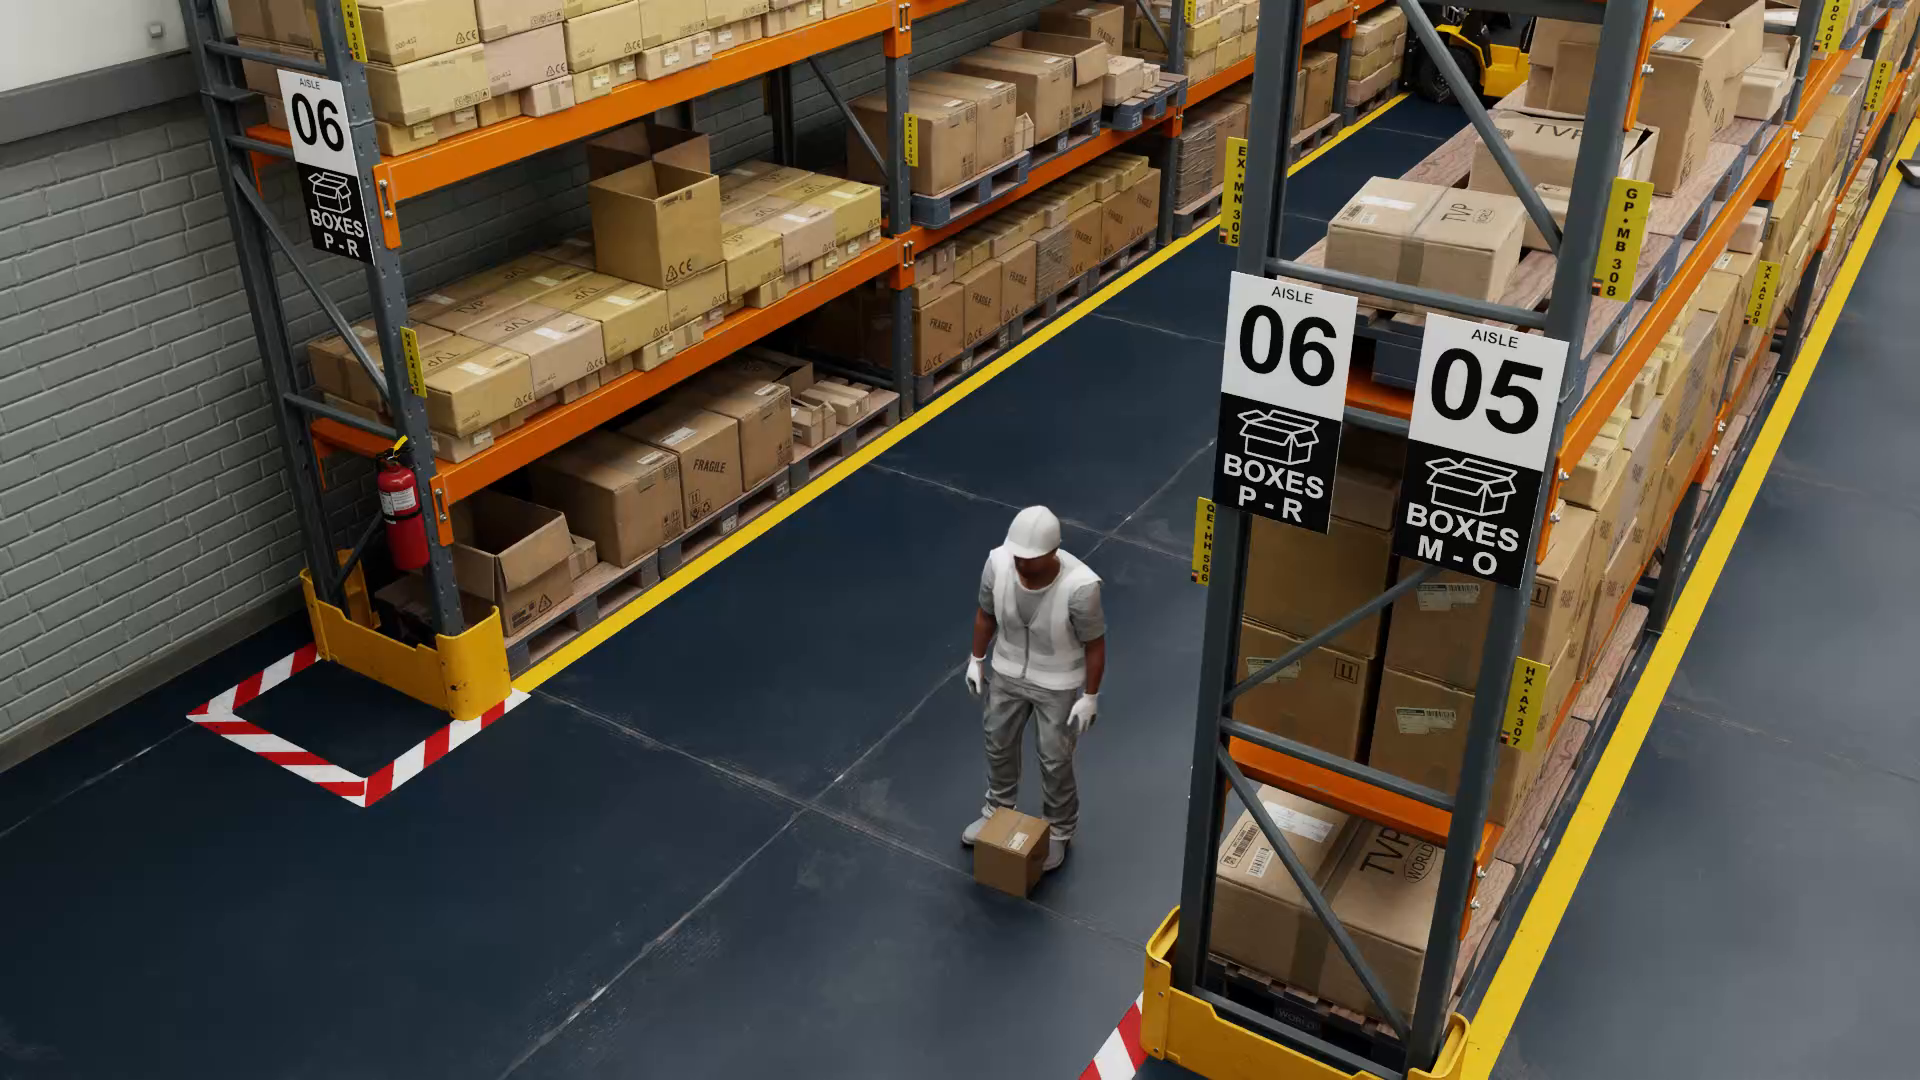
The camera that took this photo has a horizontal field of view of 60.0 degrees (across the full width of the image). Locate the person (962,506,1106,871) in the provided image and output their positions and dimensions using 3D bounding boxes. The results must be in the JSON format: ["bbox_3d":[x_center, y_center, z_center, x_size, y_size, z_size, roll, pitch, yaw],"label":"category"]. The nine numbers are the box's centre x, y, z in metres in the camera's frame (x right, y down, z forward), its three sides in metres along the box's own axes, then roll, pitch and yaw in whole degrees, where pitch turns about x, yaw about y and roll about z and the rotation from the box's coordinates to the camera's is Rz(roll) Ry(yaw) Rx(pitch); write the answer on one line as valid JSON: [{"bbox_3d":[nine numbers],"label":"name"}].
[{"bbox_3d":[0.314,0.610,7.131,0.617,1.774,0.450,16,34,25],"label":"person"}]
